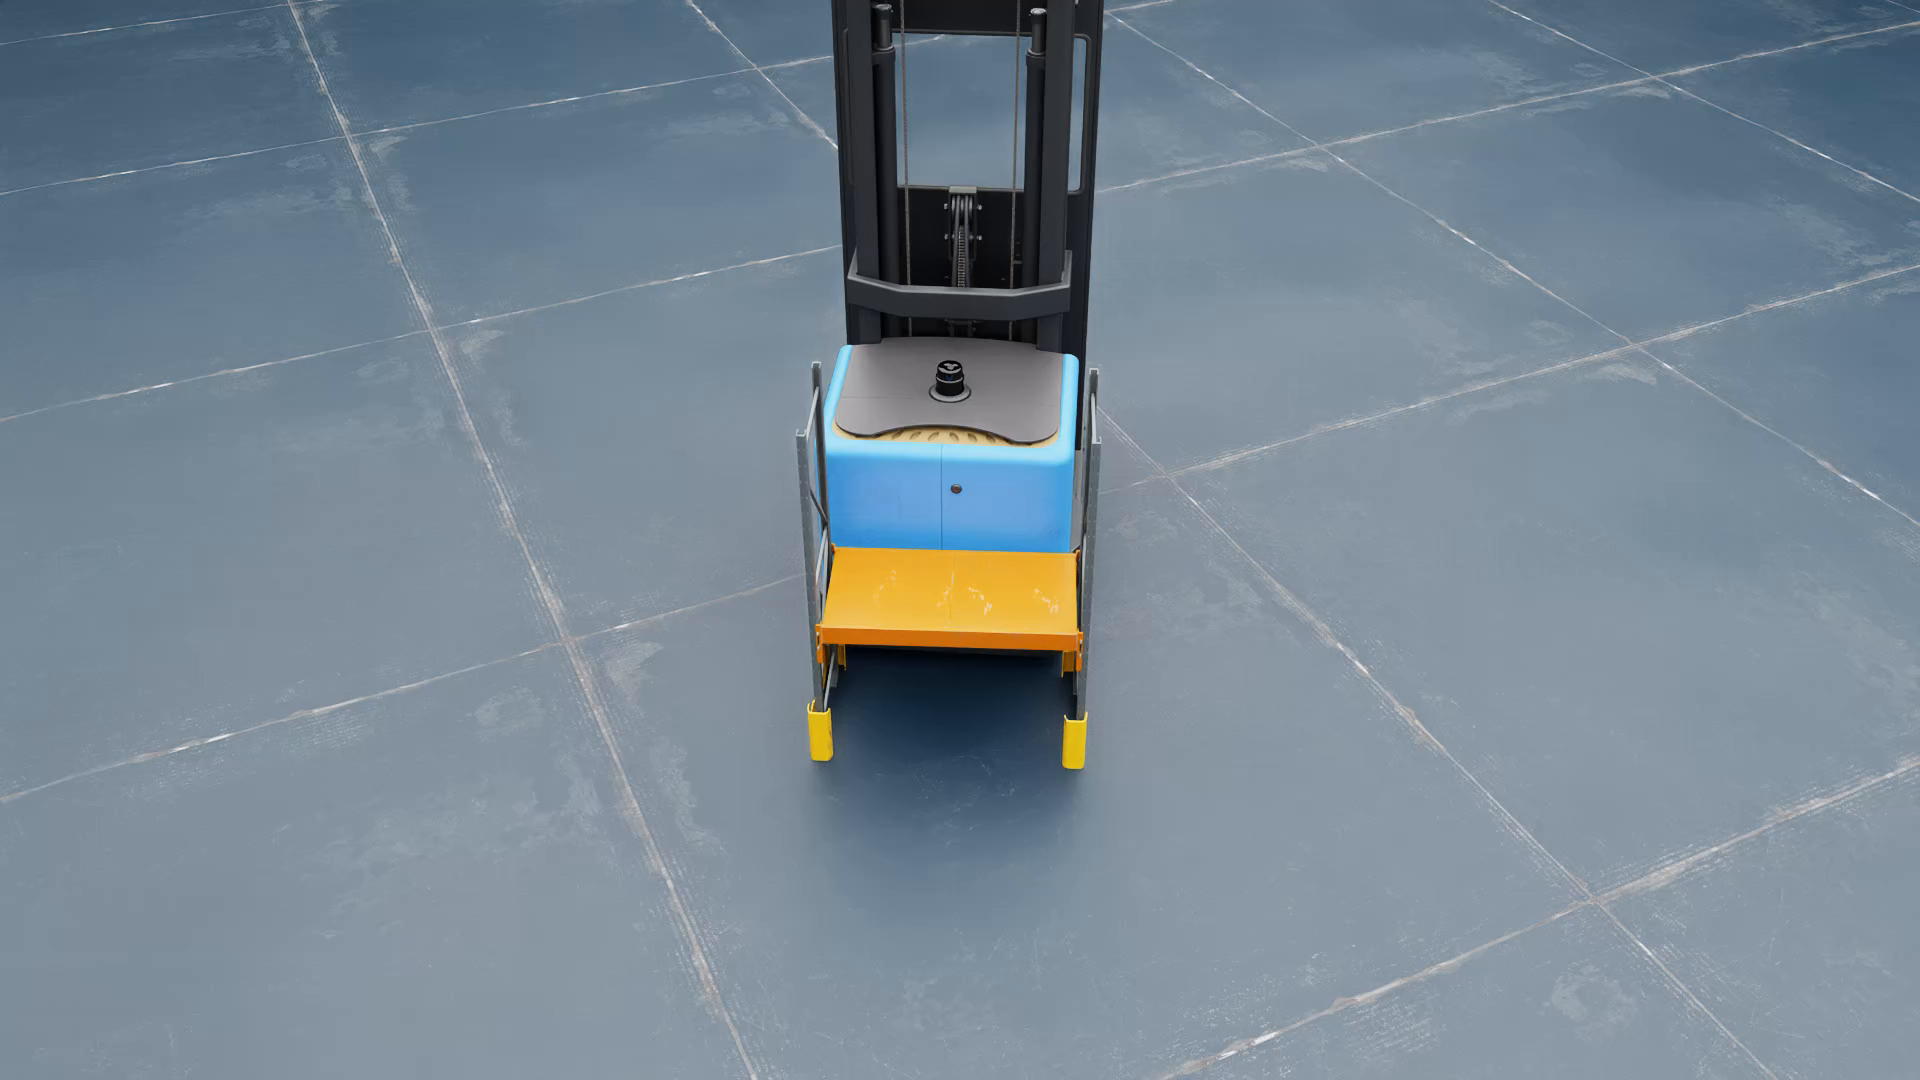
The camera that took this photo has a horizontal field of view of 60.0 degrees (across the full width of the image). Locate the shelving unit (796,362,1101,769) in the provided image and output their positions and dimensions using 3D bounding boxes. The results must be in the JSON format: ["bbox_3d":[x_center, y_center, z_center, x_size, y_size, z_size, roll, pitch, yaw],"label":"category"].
[{"bbox_3d":[-0.039,0.109,6.343,1.083,1.500,0.587,2,37,2],"label":"shelving unit"}]

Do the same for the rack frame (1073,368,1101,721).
[{"bbox_3d":[0.478,0.123,6.324,0.032,1.500,0.500,2,37,2],"label":"rack frame"}]

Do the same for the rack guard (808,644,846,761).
[{"bbox_3d":[-0.536,0.597,6.734,0.087,0.250,0.587,2,37,2],"label":"rack guard"}]

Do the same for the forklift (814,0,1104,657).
[{"bbox_3d":[0.051,-1.547,7.375,1.130,2.935,3.031,3,37,4],"label":"forklift"}]

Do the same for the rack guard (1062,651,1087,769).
[{"bbox_3d":[0.459,0.624,6.698,0.087,0.250,0.587,2,37,2],"label":"rack guard"}]

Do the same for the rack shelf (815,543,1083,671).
[{"bbox_3d":[-0.030,0.254,6.450,1.000,0.185,0.538,2,37,2],"label":"rack shelf"}]

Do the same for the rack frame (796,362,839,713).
[{"bbox_3d":[-0.538,0.096,6.361,0.032,1.500,0.500,2,37,2],"label":"rack frame"}]
